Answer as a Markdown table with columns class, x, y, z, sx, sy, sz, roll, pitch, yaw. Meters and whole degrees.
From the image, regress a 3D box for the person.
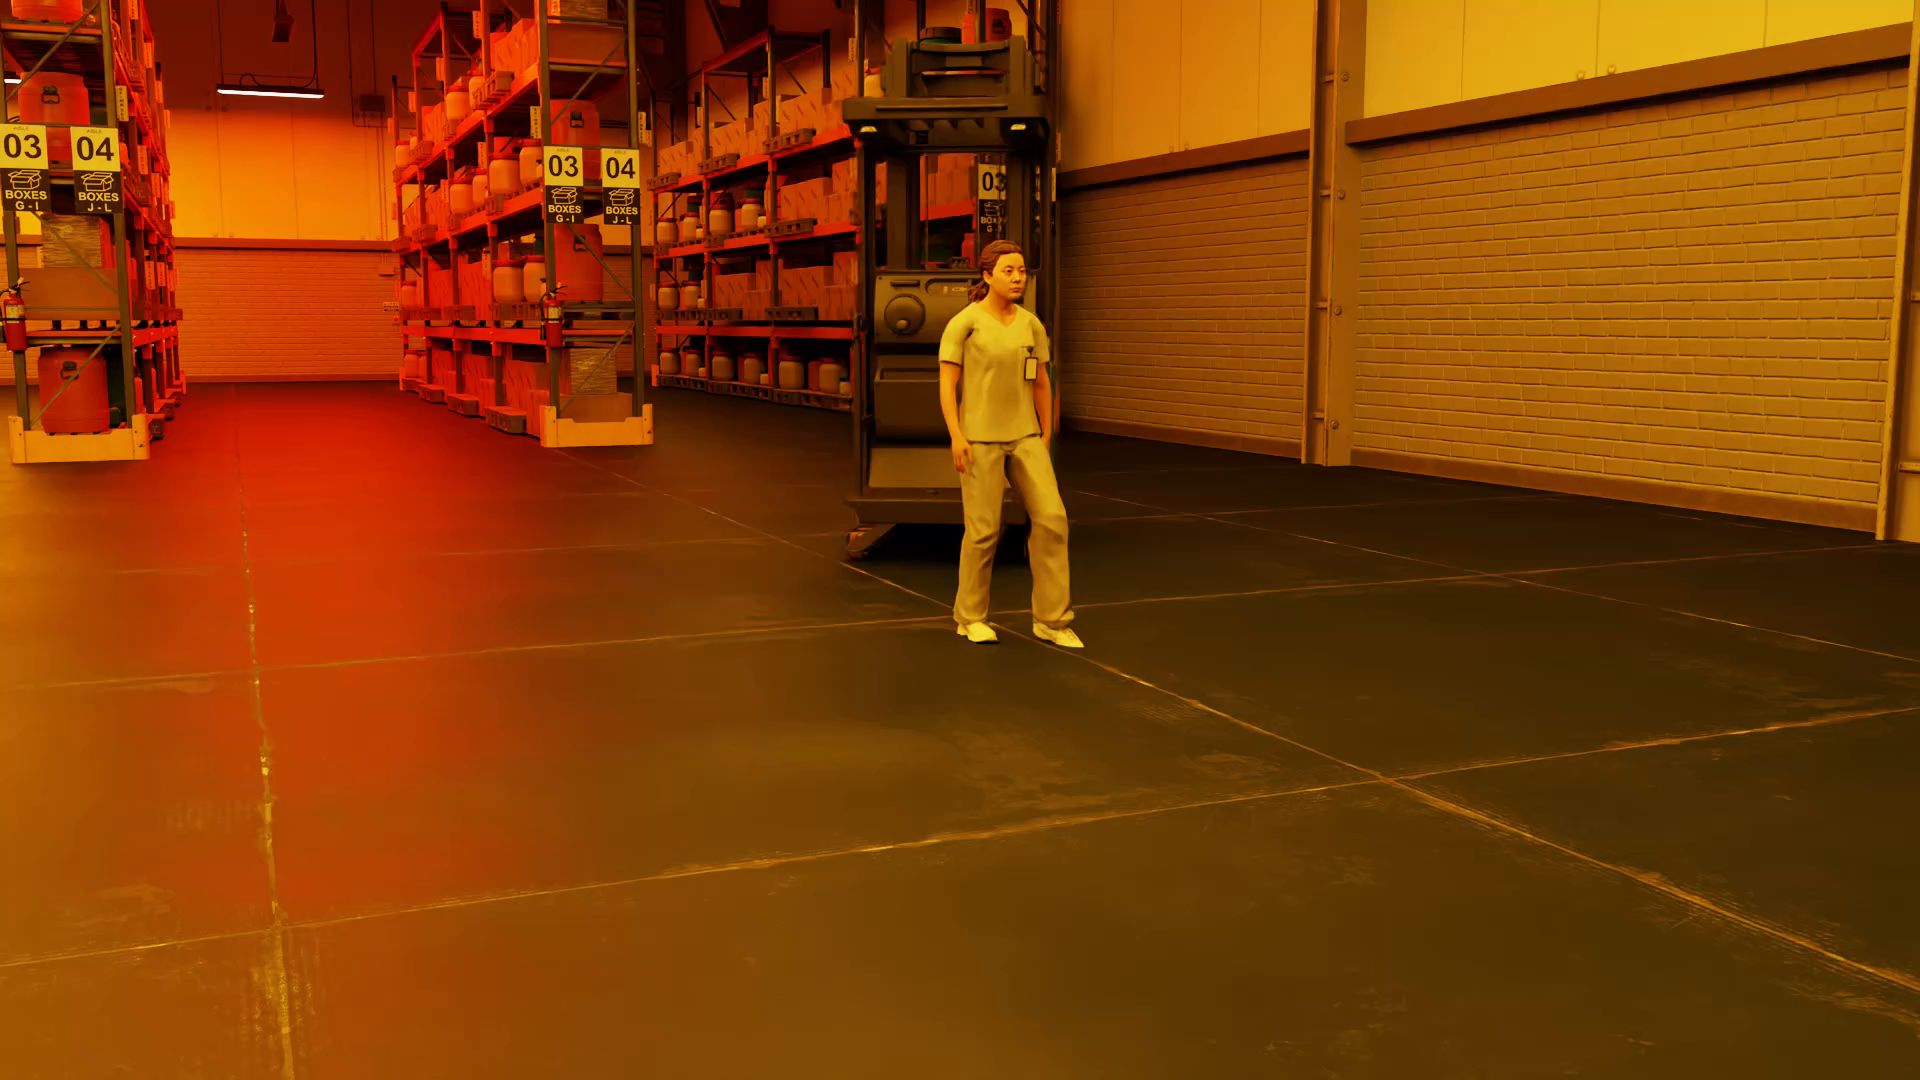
| class | x | y | z | sx | sy | sz | roll | pitch | yaw |
| --- | --- | --- | --- | --- | --- | --- | --- | --- | --- |
| person | 0.195 | -0.368 | 6.829 | 0.534 | 1.709 | 0.519 | -3 | 8 | -24 |

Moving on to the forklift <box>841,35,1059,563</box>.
| class | x | y | z | sx | sy | sz | roll | pitch | yaw |
| --- | --- | --- | --- | --- | --- | --- | --- | --- | --- |
| forklift | -0.048 | -1.371 | 9.341 | 1.130 | 2.935 | 3.031 | 1 | 8 | 6 |
